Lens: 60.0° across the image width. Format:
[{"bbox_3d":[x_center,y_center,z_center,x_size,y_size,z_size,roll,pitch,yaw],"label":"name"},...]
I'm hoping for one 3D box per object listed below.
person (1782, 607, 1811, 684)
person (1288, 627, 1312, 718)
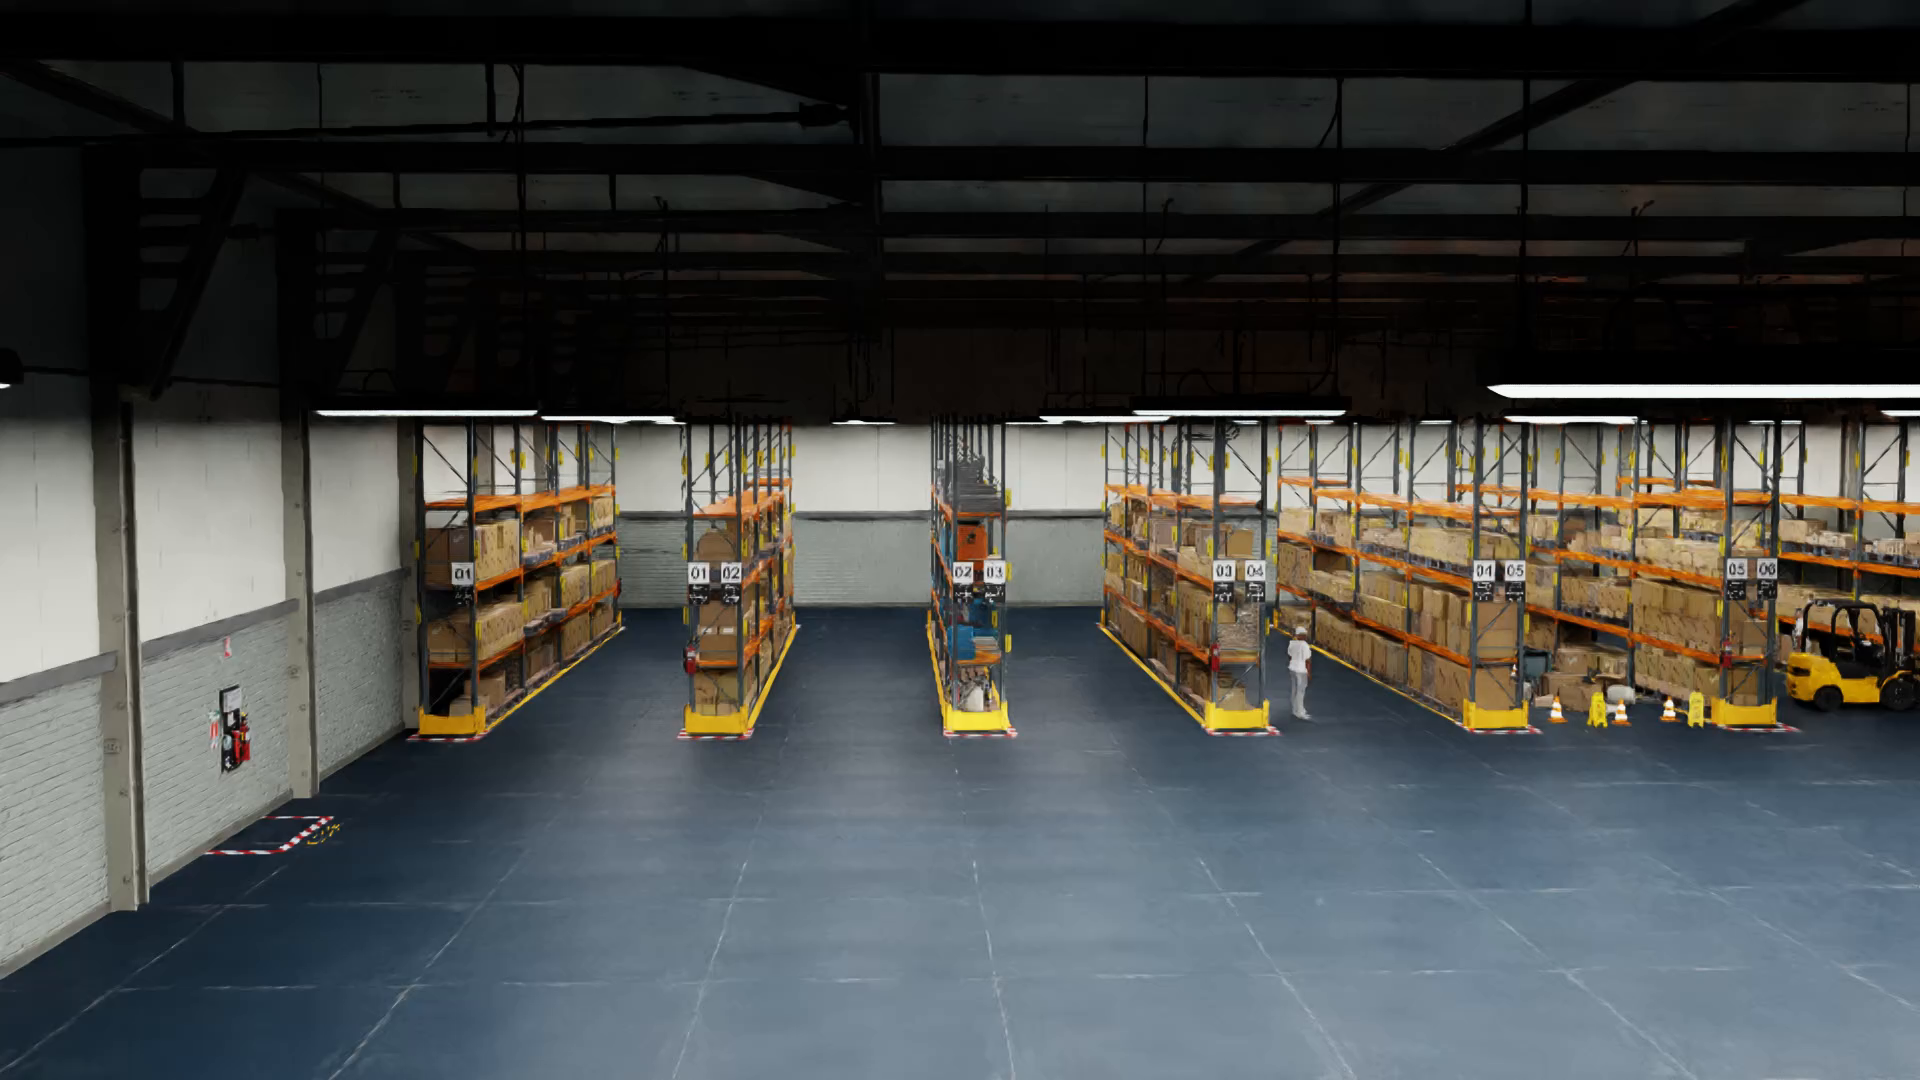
[{"bbox_3d":[18.419,2.350,36.538,0.591,1.742,0.670,2,4,23],"label":"person"},{"bbox_3d":[6.741,2.587,32.808,0.464,1.772,0.645,-2,4,-28],"label":"person"}]
